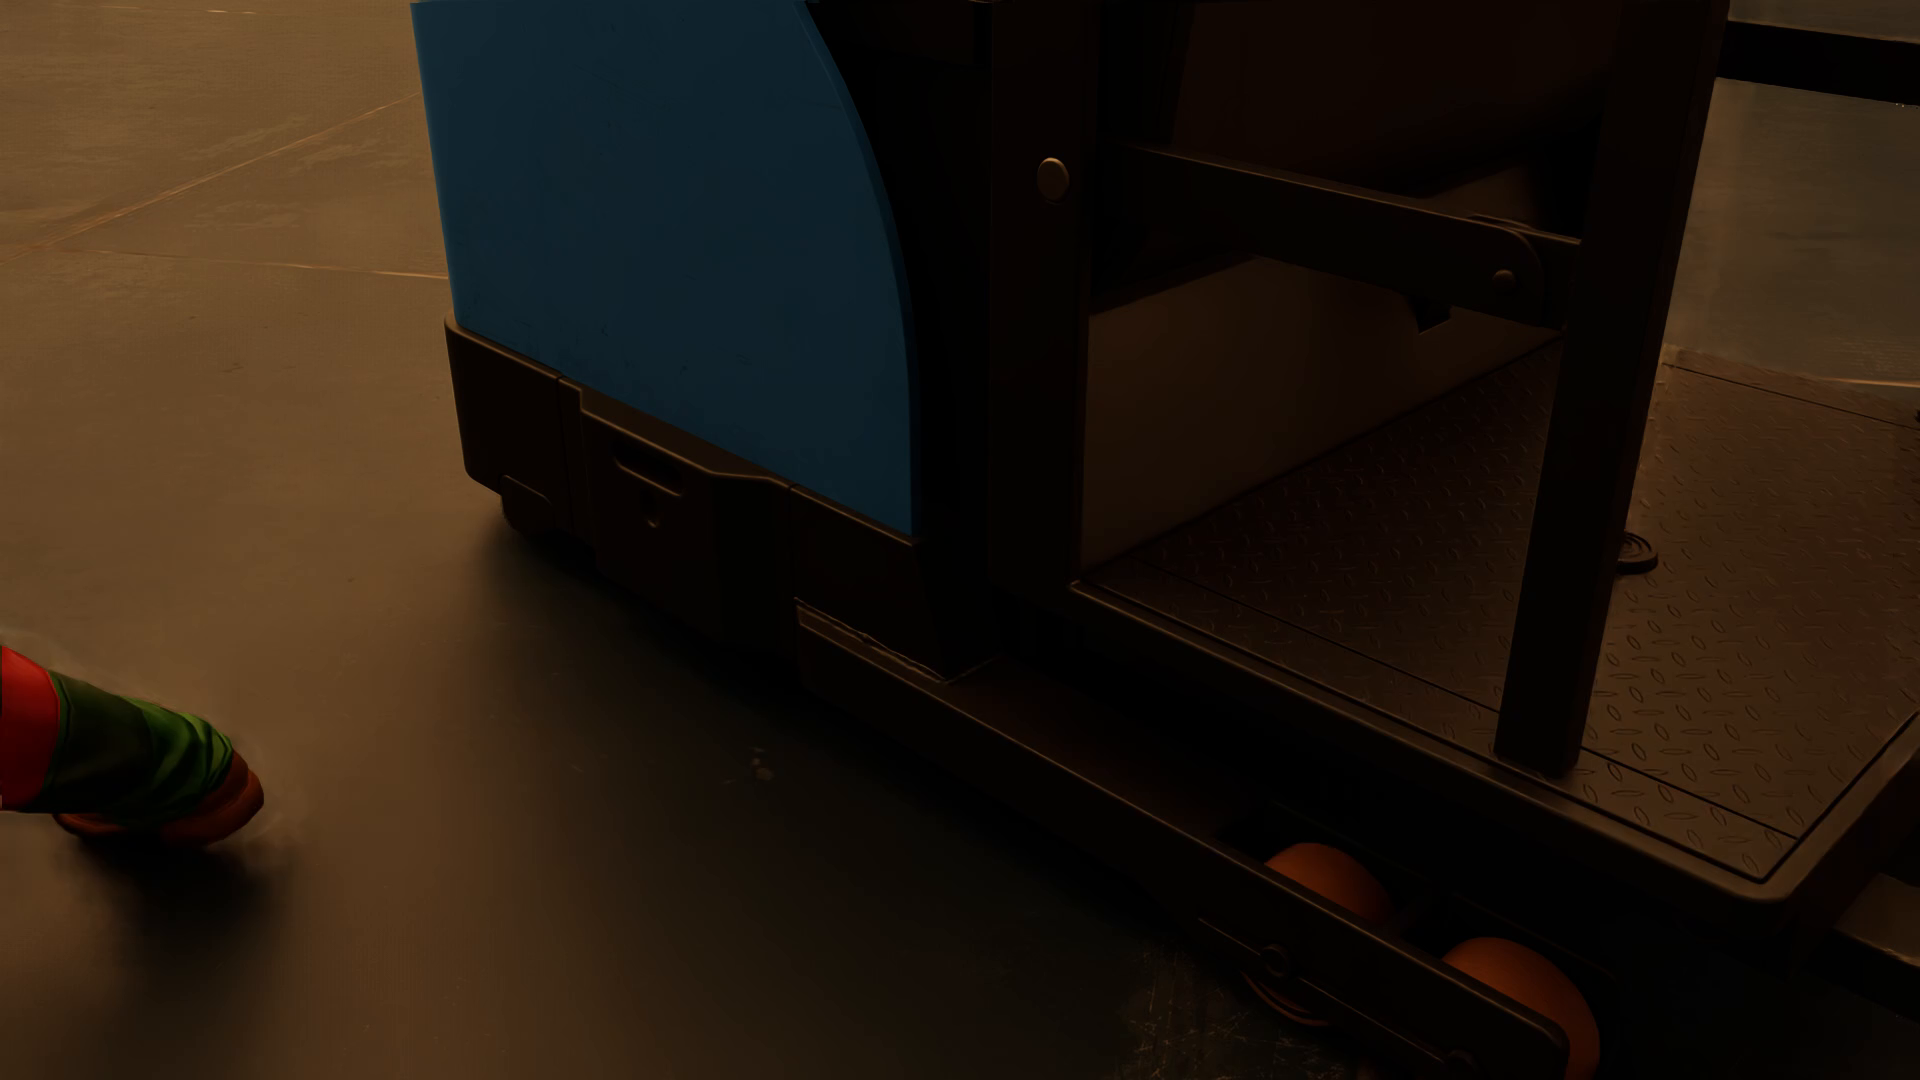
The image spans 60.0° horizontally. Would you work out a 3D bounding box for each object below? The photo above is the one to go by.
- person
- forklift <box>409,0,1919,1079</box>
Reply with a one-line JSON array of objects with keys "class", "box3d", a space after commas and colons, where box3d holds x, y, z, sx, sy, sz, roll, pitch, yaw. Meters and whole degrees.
[{"class": "person", "box3d": [-1.280, -0.240, 1.264, 0.946, 1.507, 1.000, 5, 27, 10]}, {"class": "forklift", "box3d": [0.629, -1.050, 1.328, 1.130, 2.935, 3.031, -24, 35, -39]}]
